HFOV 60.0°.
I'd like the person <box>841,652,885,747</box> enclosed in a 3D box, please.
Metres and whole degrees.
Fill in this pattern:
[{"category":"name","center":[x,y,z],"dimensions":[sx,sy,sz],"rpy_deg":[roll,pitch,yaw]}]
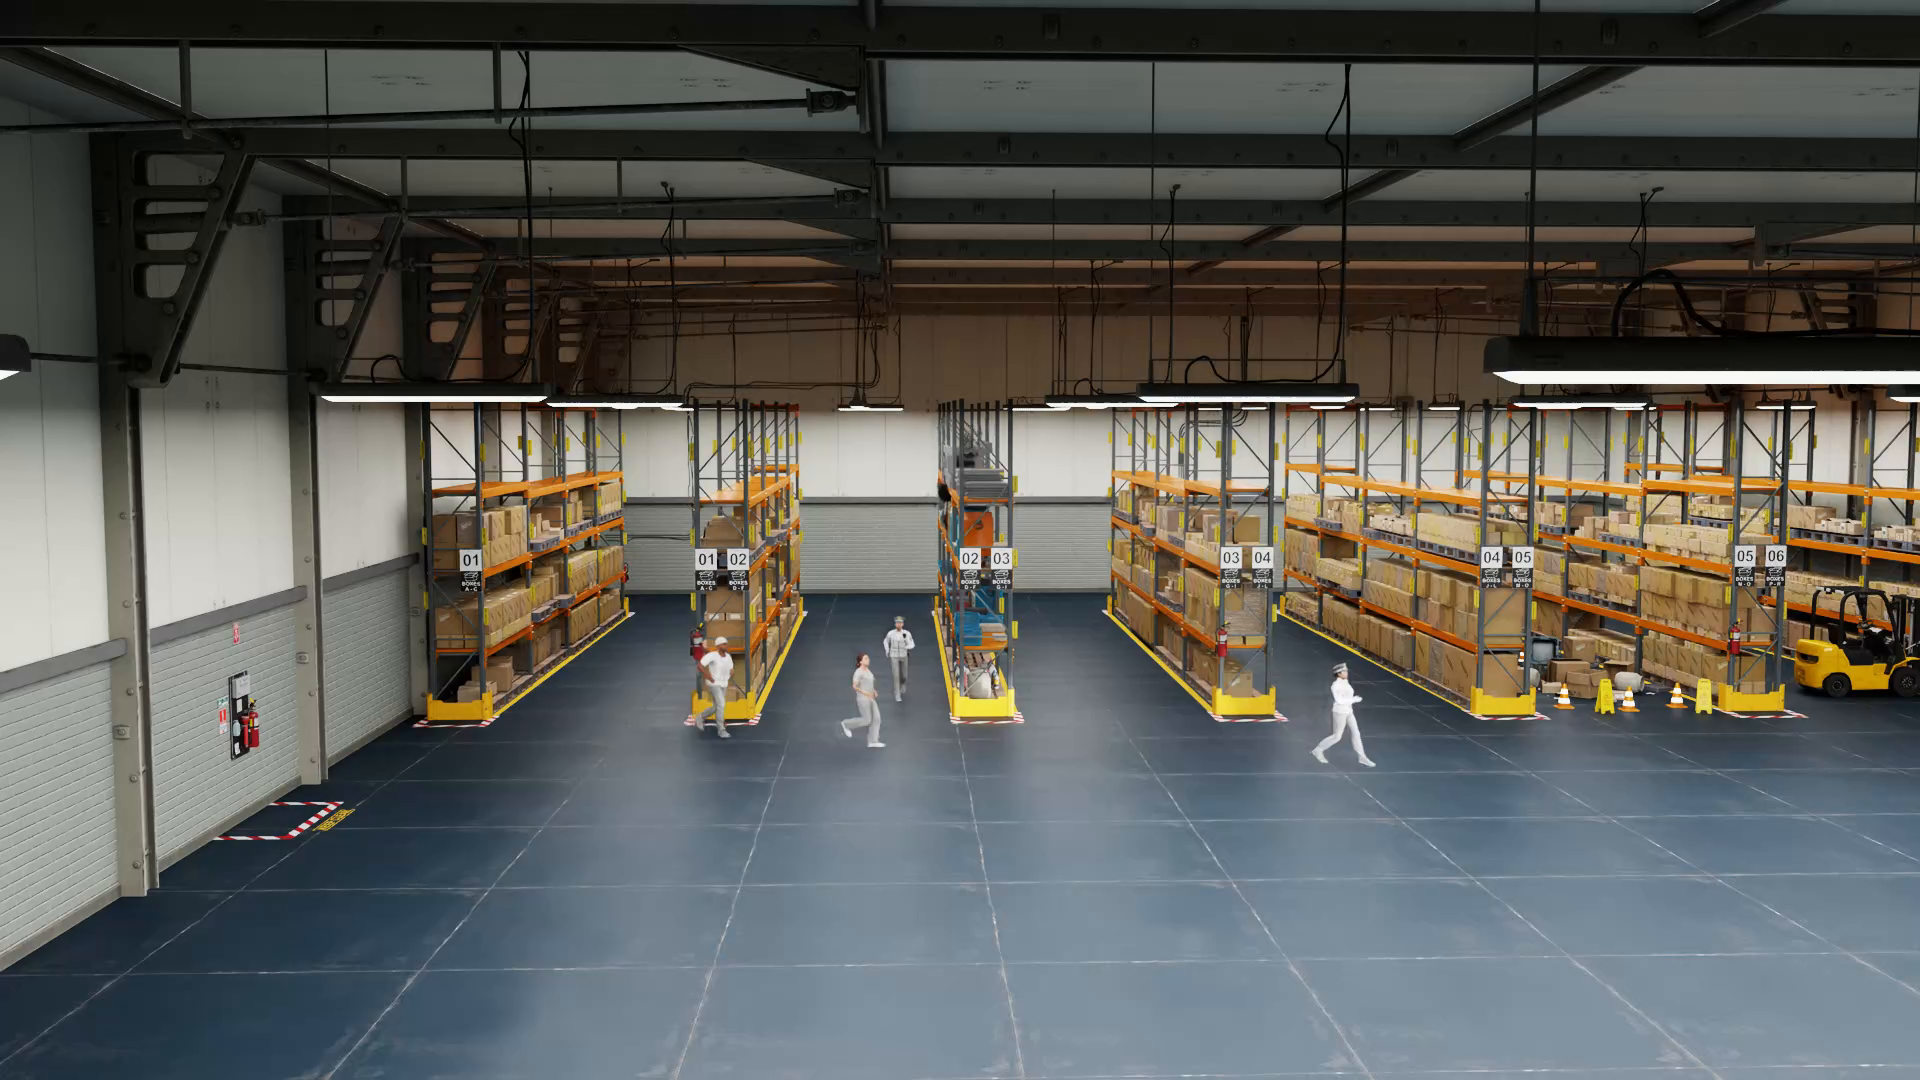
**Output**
[{"category":"person","center":[-1.645,2.743,28.627],"dimensions":[0.806,1.631,0.581],"rpy_deg":[2,5,26]}]

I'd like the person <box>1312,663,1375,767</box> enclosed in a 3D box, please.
[{"category":"person","center":[6.246,2.812,26.939],"dimensions":[0.974,1.668,0.624],"rpy_deg":[3,5,31]}]

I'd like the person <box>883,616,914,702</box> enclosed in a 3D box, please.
[{"category":"person","center":[-1.222,2.348,33.295],"dimensions":[0.624,1.670,0.853],"rpy_deg":[0,4,-4]}]

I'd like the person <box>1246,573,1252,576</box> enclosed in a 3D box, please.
[{"category":"person","center":[8.039,1.359,46.610],"dimensions":[0.644,1.635,0.918],"rpy_deg":[0,4,-5]}]

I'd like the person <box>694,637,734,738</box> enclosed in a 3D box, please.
[{"category":"person","center":[-4.327,2.605,29.752],"dimensions":[0.906,1.755,0.736],"rpy_deg":[3,5,33]}]
